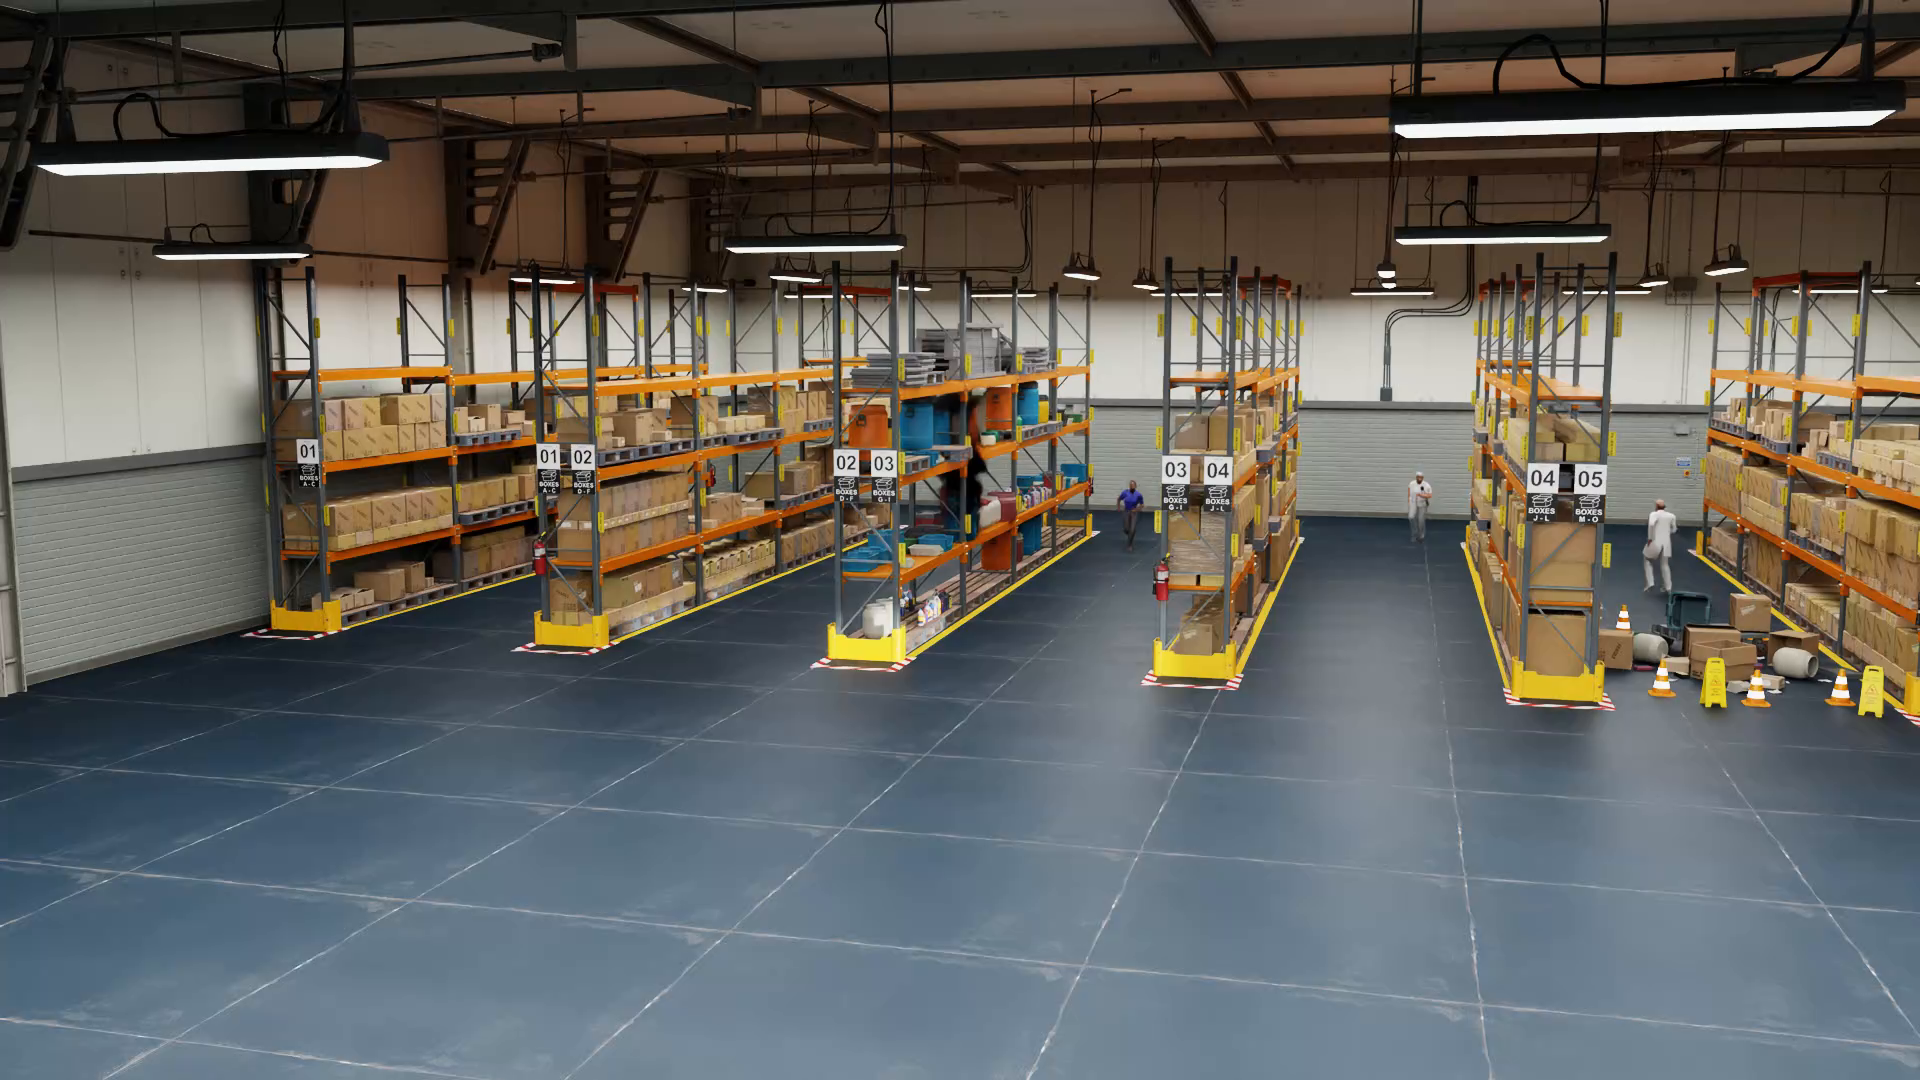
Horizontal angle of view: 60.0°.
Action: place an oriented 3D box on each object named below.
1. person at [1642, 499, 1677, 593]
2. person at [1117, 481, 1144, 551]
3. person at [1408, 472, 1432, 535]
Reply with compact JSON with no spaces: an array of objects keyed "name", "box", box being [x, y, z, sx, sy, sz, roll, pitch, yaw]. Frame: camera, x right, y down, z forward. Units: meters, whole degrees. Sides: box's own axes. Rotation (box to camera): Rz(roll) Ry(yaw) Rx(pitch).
[{"name":"person","box":[13.229,0.147,31.428,0.640,1.835,0.908,0,7,2]},{"name":"person","box":[3.858,-0.548,37.684,0.614,1.608,0.651,1,7,11]},{"name":"person","box":[10.814,-0.858,39.180,0.627,1.527,0.787,4,8,31]}]
